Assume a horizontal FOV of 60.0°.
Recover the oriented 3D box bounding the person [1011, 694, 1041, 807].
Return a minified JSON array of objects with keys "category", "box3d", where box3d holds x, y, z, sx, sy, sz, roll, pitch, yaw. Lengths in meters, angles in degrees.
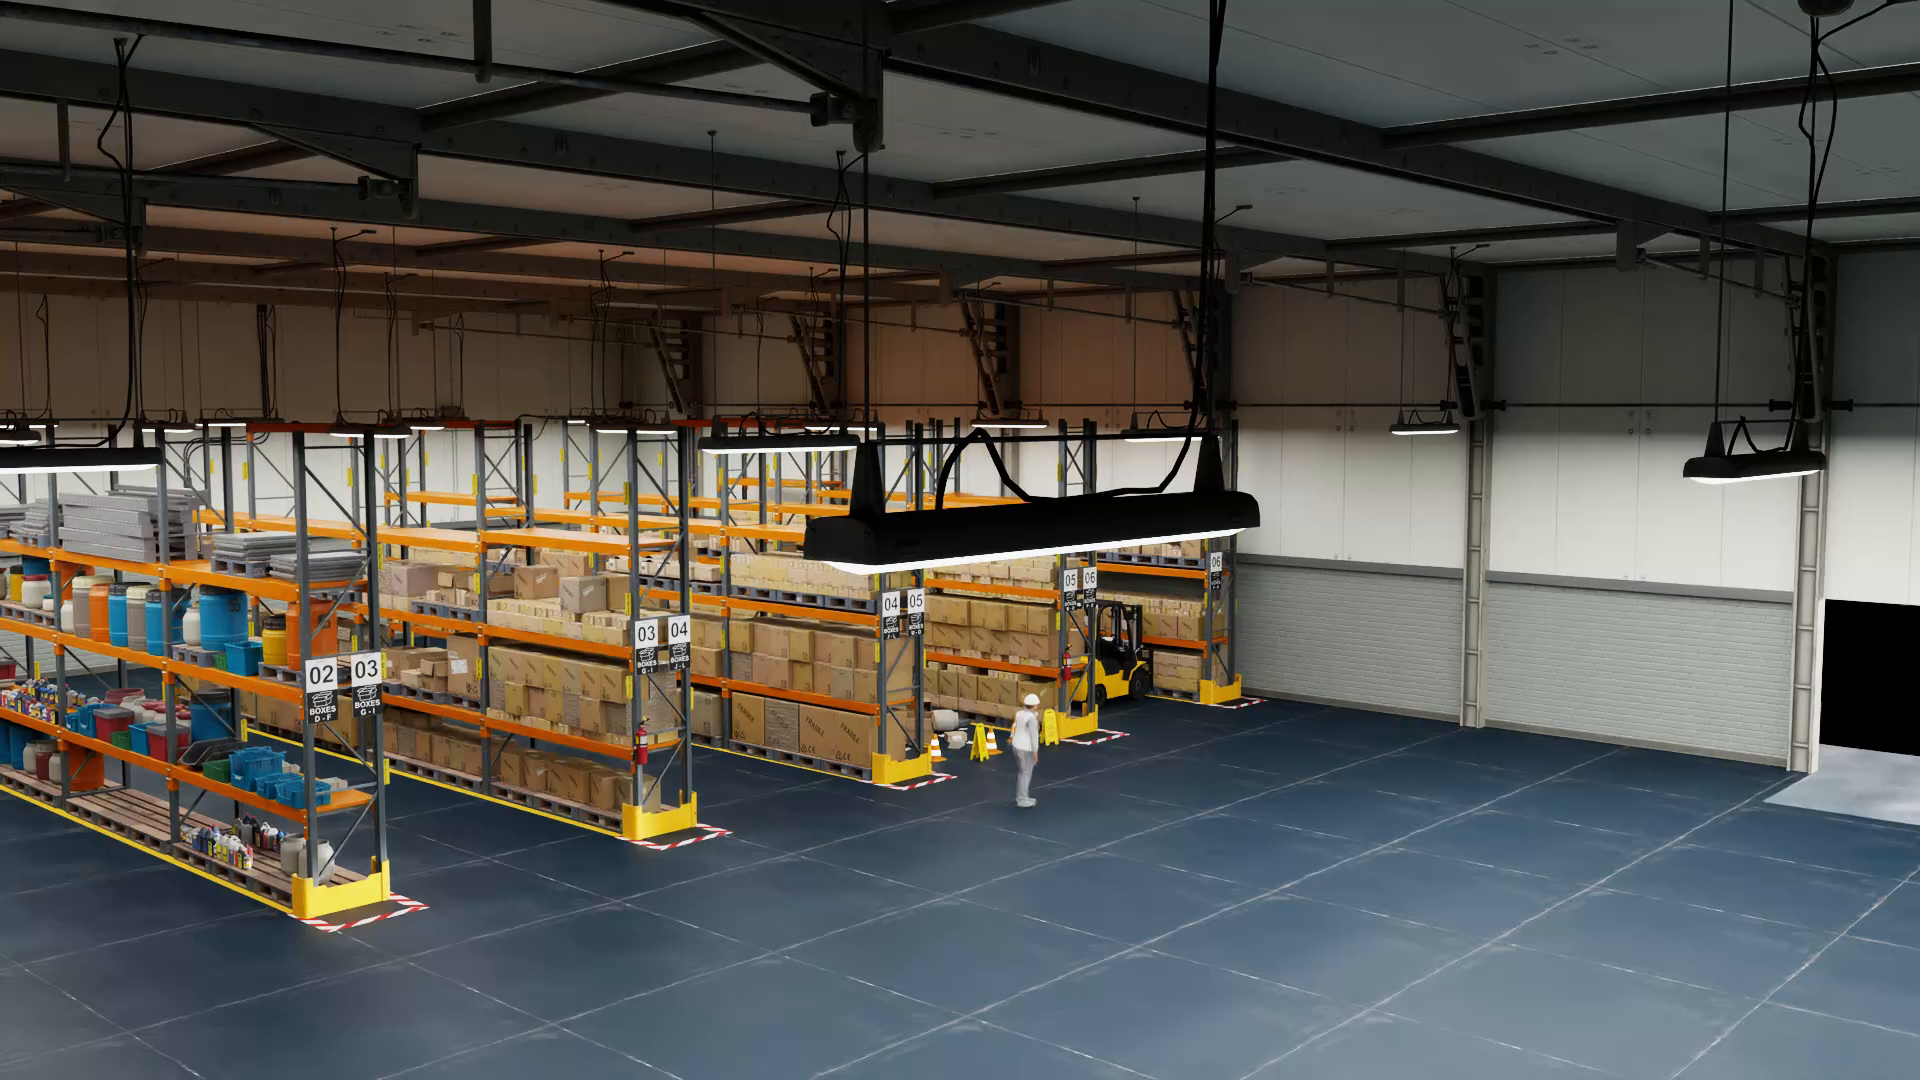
[{"category":"person","box3d":[1.068,3.309,26.247,0.450,1.782,0.574,-2,5,-21]}]
